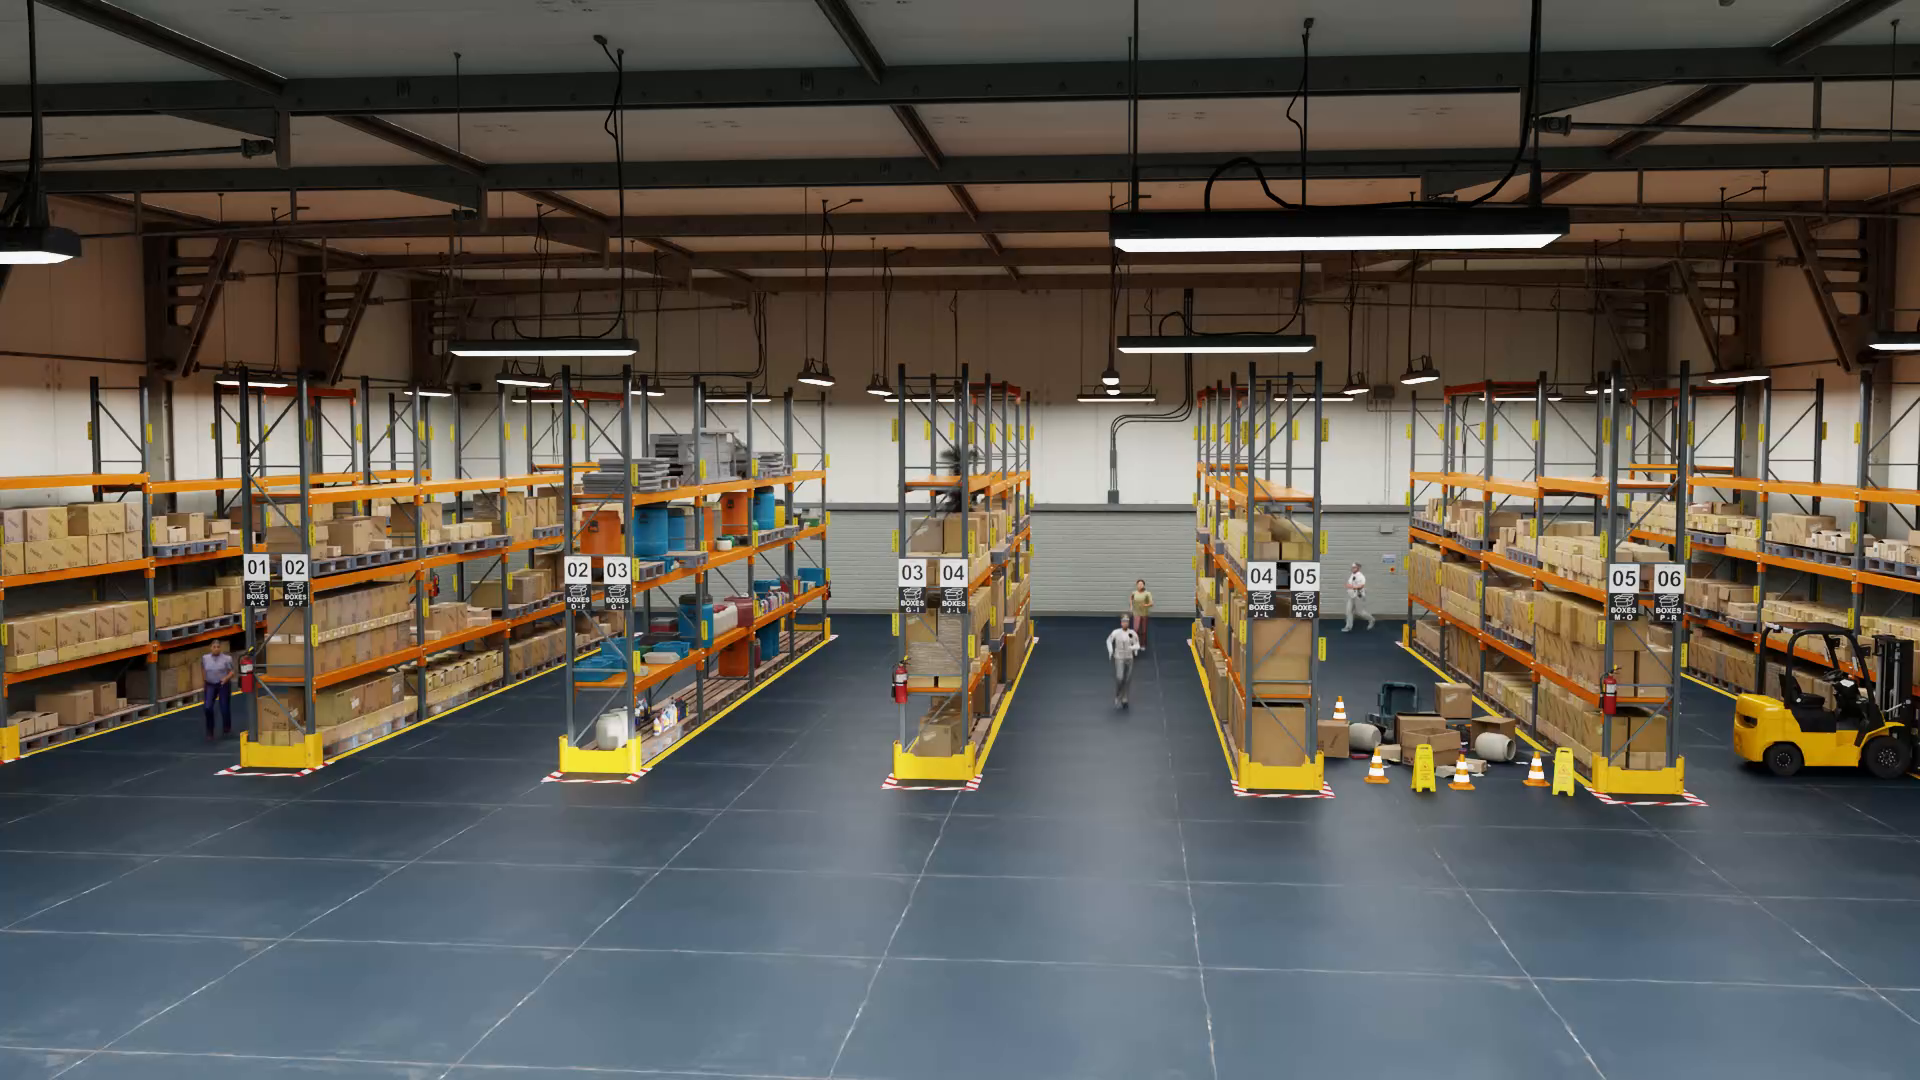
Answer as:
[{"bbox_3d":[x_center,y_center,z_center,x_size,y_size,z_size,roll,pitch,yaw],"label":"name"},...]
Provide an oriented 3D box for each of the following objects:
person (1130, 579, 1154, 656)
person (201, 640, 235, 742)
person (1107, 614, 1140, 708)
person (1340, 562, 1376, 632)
[{"bbox_3d":[4.111,1.740,37.645,0.553,1.716,0.764,1,4,10],"label":"person"},{"bbox_3d":[-12.148,2.463,27.221,0.518,1.661,0.806,-1,4,-20],"label":"person"},{"bbox_3d":[3.002,2.211,30.401,0.559,1.714,0.684,0,4,-4],"label":"person"},{"bbox_3d":[9.998,1.424,41.801,0.933,1.753,0.669,-1,4,-16],"label":"person"}]
